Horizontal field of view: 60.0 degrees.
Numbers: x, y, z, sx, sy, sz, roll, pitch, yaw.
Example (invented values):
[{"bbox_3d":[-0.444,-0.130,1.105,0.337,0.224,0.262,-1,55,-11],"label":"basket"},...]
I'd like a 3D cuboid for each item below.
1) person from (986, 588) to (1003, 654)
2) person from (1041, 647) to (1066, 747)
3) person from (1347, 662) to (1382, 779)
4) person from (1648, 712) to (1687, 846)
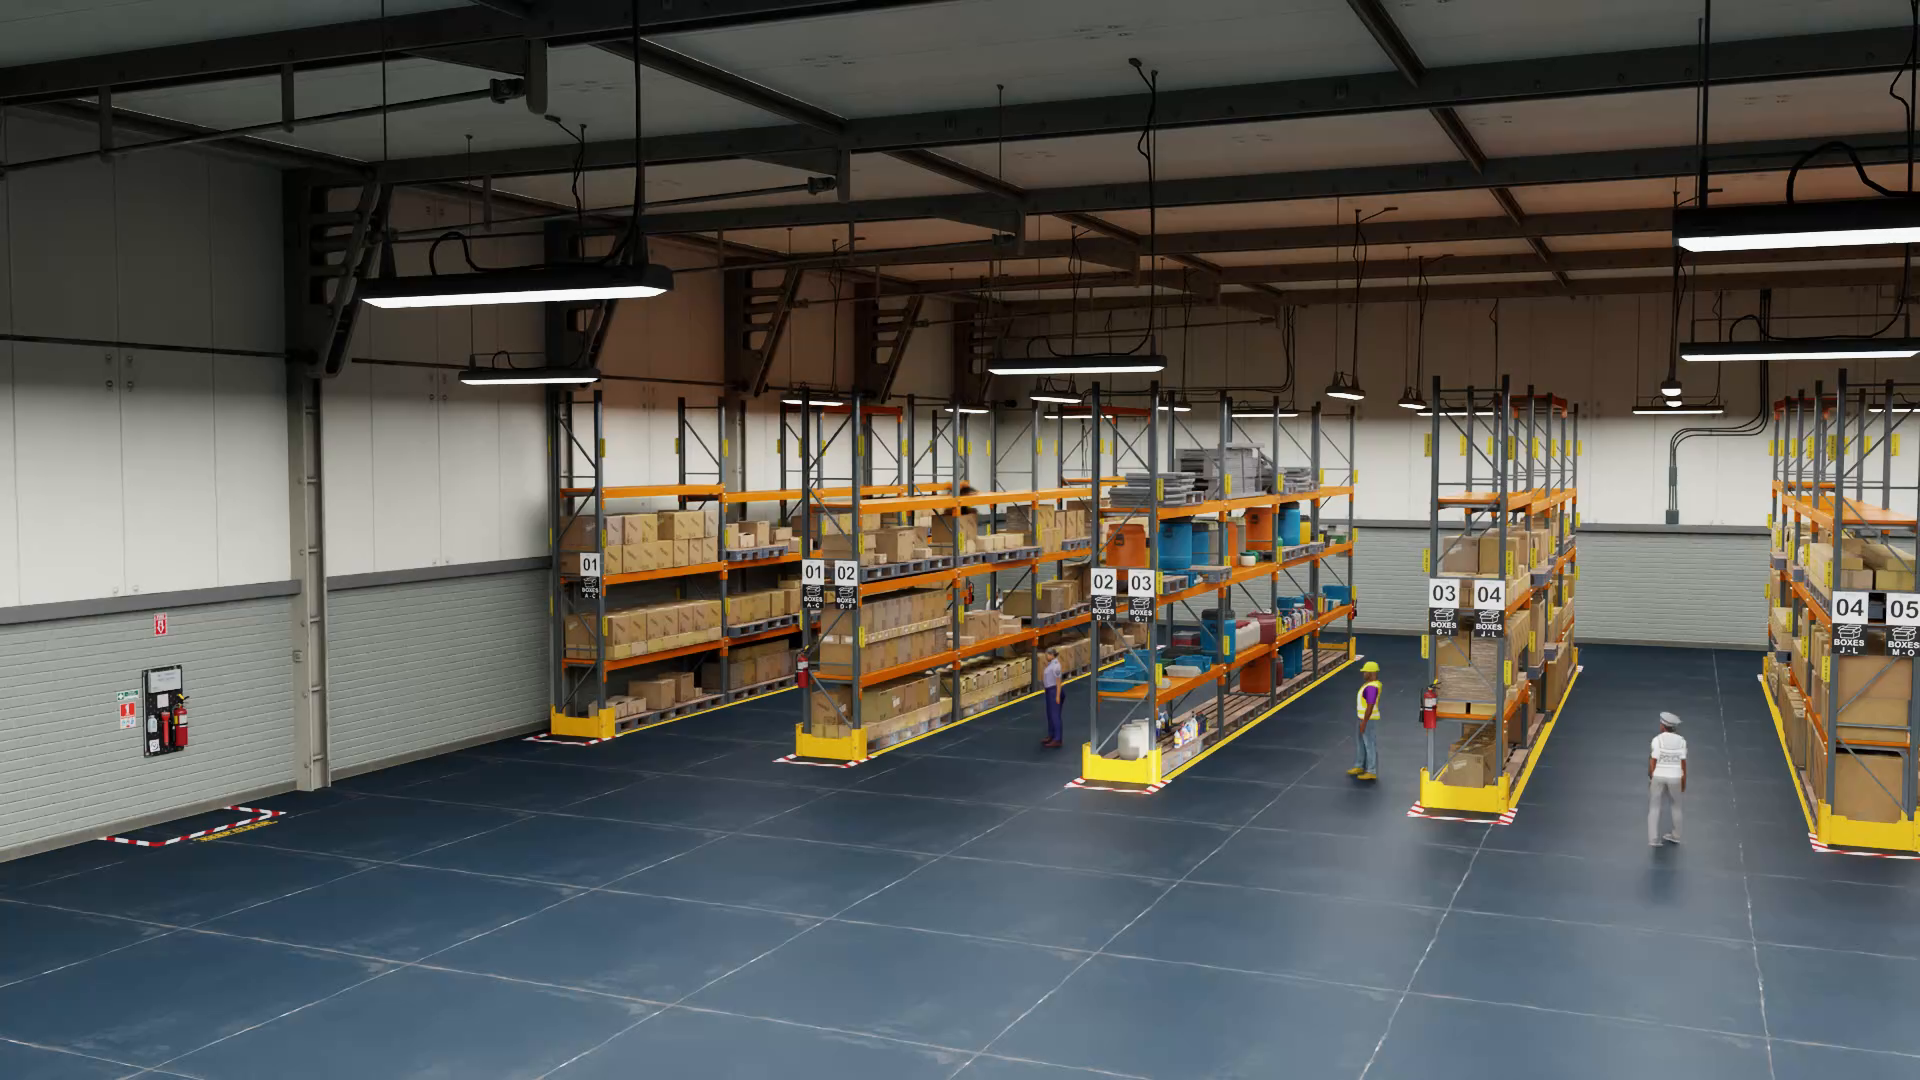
[{"bbox_3d":[0.845,1.963,40.059,0.507,1.645,0.952,1,3,18],"label":"person"},{"bbox_3d":[1.579,2.638,28.066,0.389,1.636,0.577,0,3,-3],"label":"person"},{"bbox_3d":[6.162,2.718,25.235,0.510,1.763,0.639,0,3,1],"label":"person"},{"bbox_3d":[8.936,3.010,21.003,0.448,1.682,0.552,1,3,24],"label":"person"}]
